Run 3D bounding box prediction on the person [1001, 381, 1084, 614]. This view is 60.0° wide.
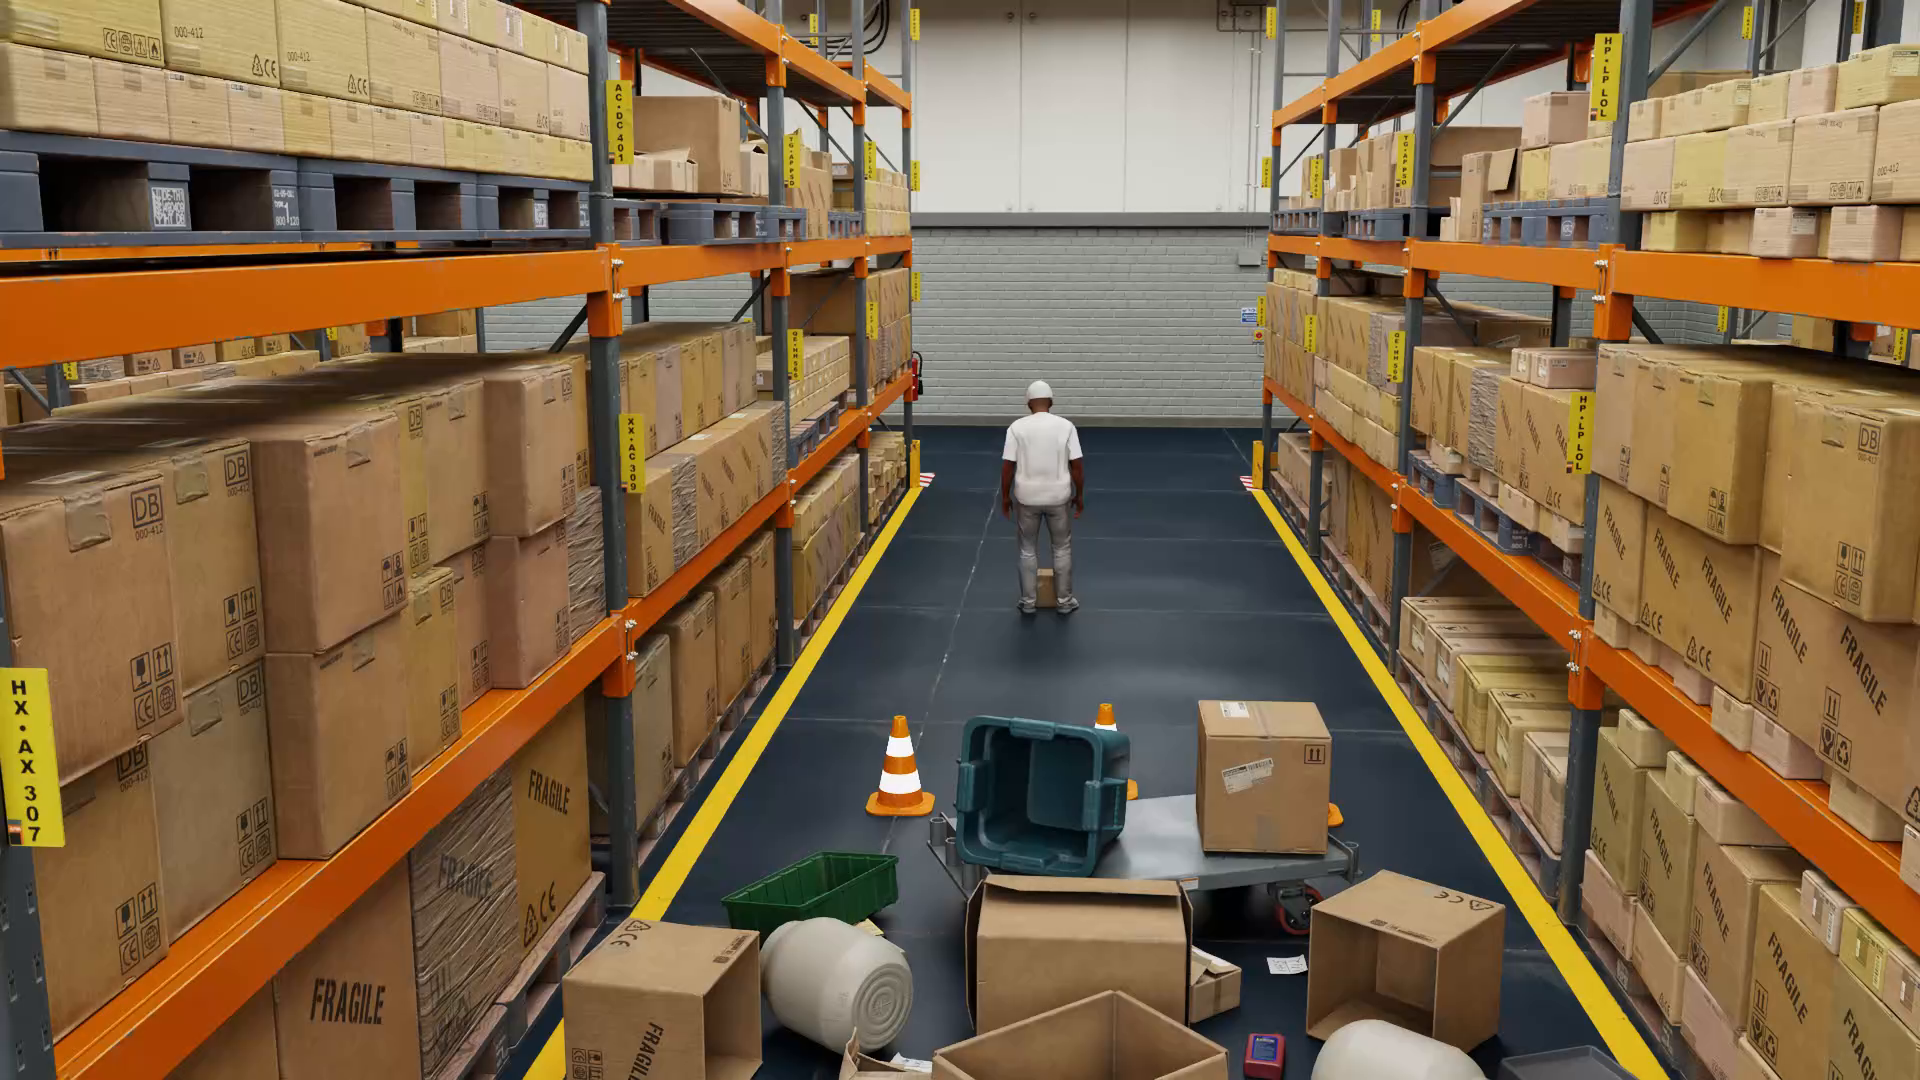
[{"bbox_3d":[0.625,-0.325,12.606,0.629,1.759,0.458,0,11,1],"label":"person"}]
